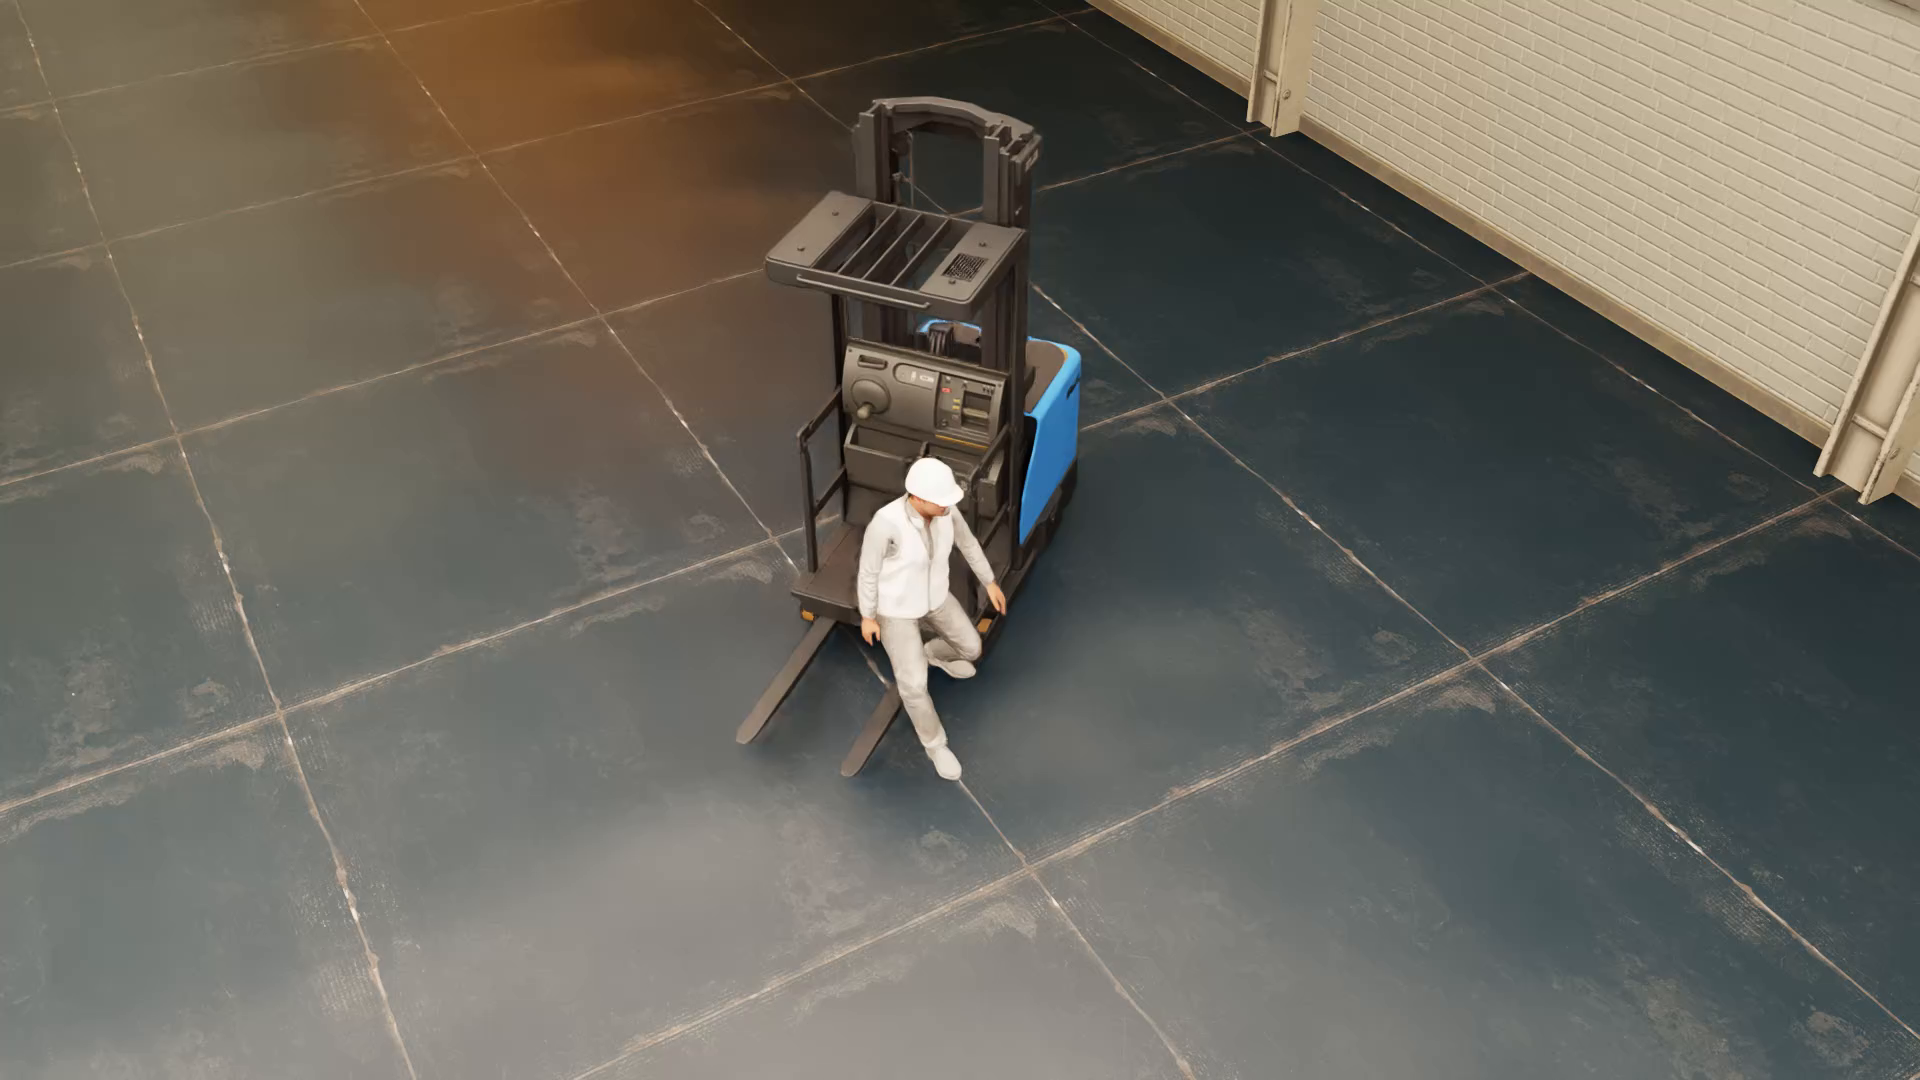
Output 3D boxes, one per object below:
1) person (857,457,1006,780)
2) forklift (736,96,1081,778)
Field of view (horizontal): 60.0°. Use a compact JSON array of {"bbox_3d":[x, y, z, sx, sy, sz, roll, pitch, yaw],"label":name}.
[{"bbox_3d":[-0.103,0.351,8.399,0.748,1.697,0.762,-29,47,-30],"label":"person"},{"bbox_3d":[-0.285,-0.713,8.896,1.130,2.935,3.031,15,42,17],"label":"forklift"}]
